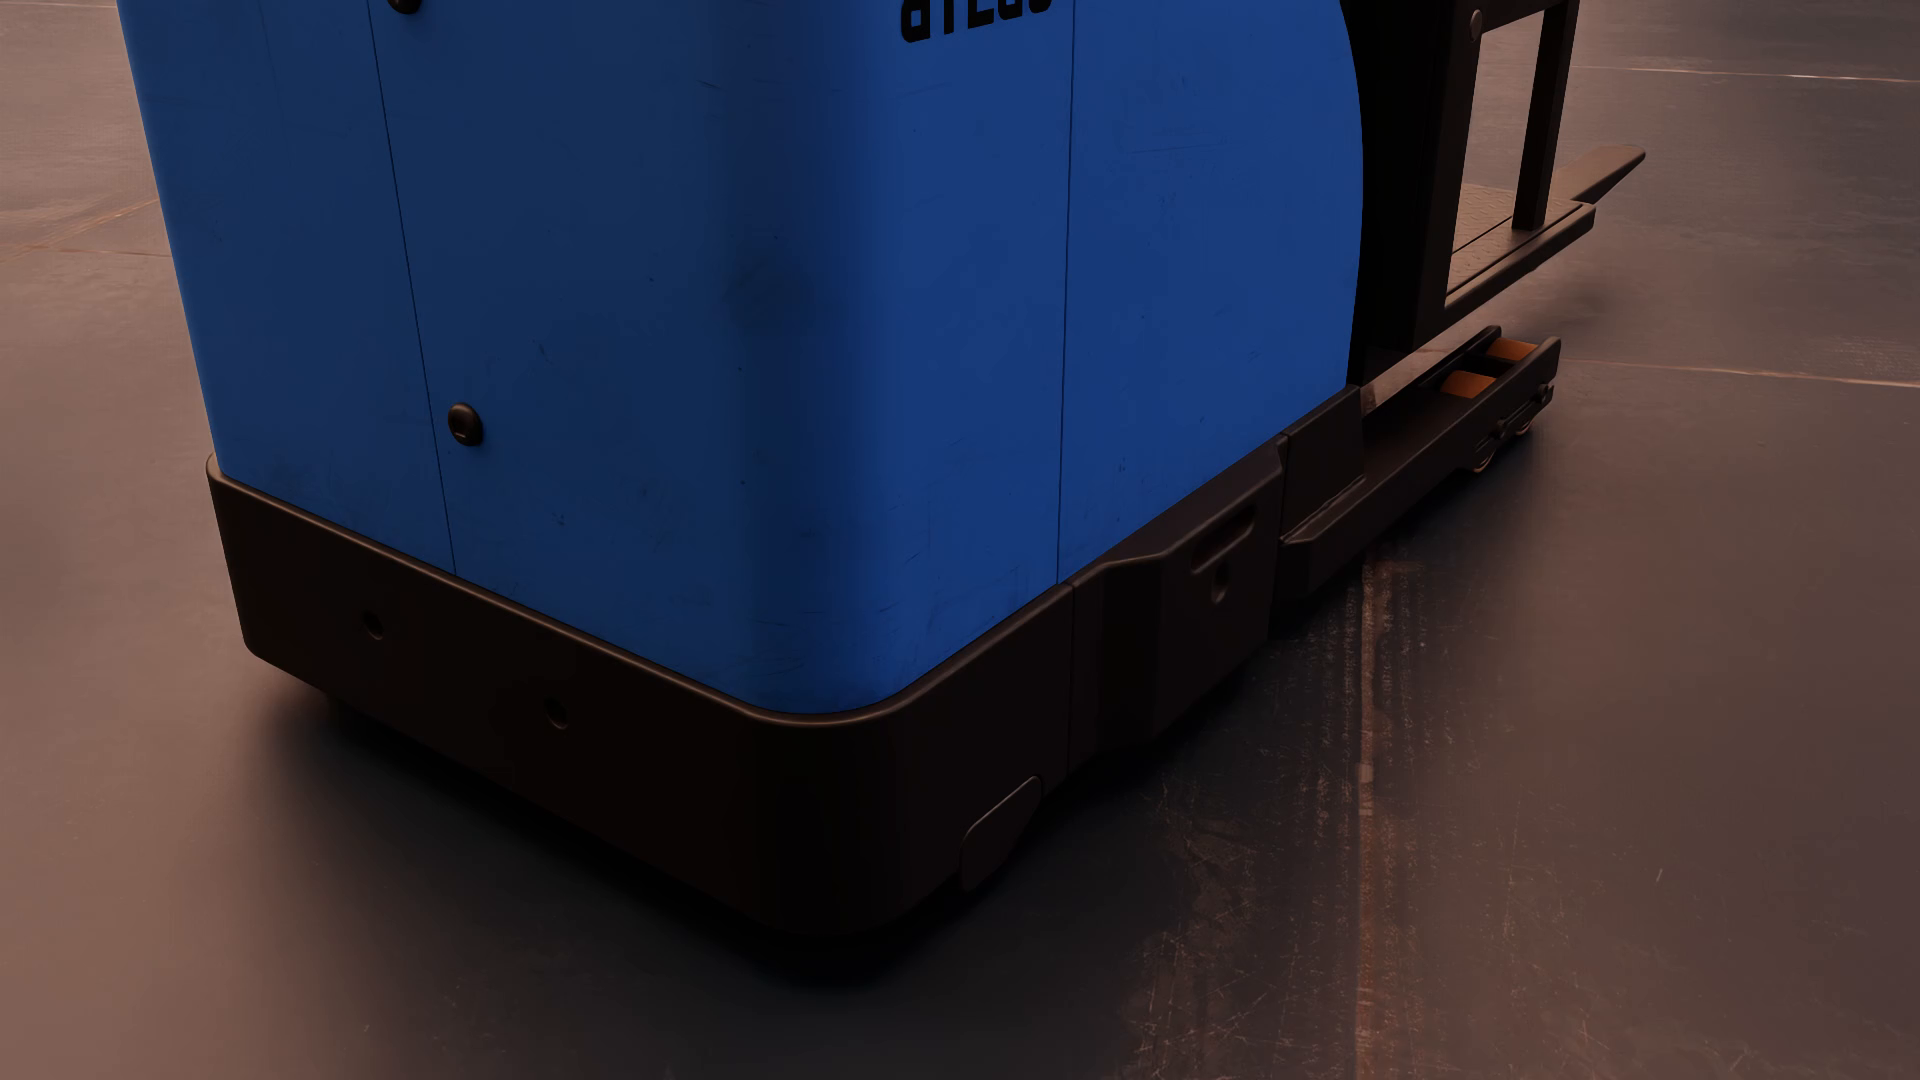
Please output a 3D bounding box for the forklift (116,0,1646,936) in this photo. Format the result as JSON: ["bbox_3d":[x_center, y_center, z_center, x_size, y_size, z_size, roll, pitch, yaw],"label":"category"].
[{"bbox_3d":[0.372,-1.534,2.288,1.130,2.935,3.031,18,32,32],"label":"forklift"}]
